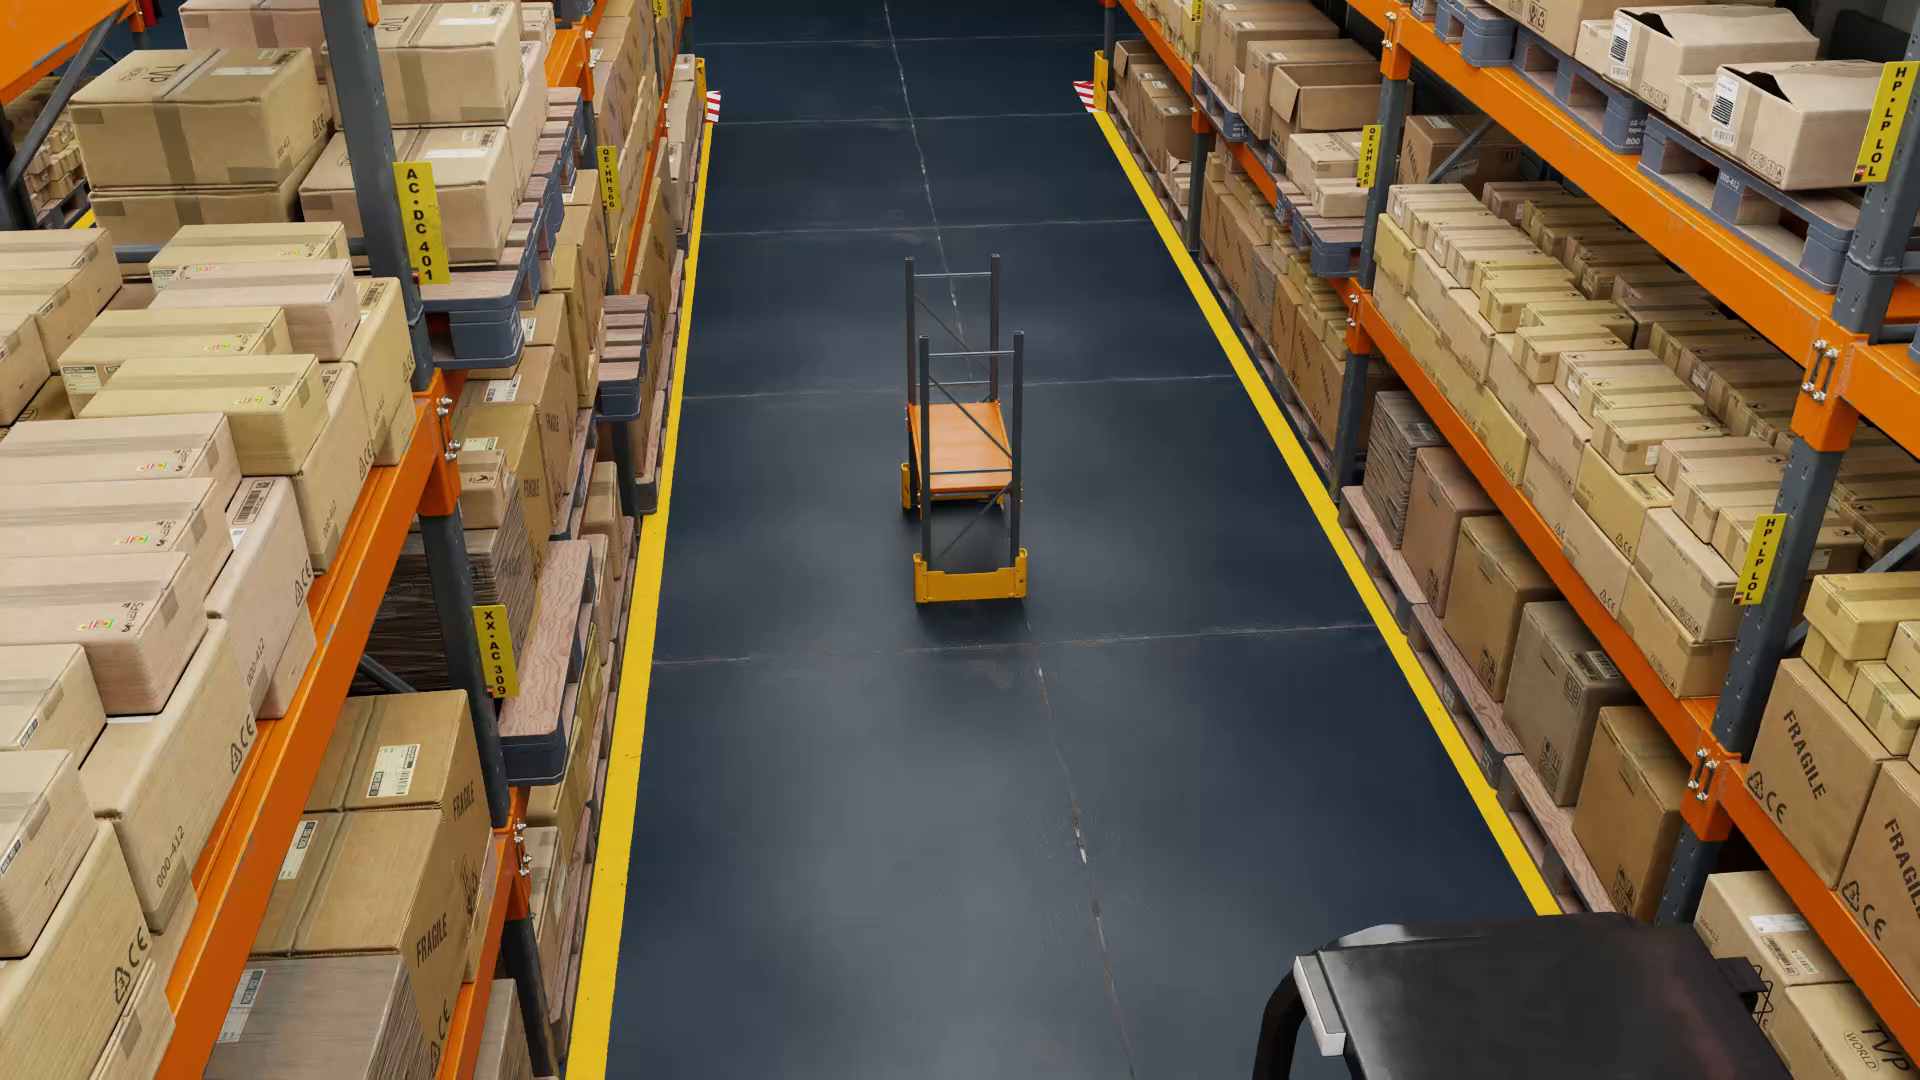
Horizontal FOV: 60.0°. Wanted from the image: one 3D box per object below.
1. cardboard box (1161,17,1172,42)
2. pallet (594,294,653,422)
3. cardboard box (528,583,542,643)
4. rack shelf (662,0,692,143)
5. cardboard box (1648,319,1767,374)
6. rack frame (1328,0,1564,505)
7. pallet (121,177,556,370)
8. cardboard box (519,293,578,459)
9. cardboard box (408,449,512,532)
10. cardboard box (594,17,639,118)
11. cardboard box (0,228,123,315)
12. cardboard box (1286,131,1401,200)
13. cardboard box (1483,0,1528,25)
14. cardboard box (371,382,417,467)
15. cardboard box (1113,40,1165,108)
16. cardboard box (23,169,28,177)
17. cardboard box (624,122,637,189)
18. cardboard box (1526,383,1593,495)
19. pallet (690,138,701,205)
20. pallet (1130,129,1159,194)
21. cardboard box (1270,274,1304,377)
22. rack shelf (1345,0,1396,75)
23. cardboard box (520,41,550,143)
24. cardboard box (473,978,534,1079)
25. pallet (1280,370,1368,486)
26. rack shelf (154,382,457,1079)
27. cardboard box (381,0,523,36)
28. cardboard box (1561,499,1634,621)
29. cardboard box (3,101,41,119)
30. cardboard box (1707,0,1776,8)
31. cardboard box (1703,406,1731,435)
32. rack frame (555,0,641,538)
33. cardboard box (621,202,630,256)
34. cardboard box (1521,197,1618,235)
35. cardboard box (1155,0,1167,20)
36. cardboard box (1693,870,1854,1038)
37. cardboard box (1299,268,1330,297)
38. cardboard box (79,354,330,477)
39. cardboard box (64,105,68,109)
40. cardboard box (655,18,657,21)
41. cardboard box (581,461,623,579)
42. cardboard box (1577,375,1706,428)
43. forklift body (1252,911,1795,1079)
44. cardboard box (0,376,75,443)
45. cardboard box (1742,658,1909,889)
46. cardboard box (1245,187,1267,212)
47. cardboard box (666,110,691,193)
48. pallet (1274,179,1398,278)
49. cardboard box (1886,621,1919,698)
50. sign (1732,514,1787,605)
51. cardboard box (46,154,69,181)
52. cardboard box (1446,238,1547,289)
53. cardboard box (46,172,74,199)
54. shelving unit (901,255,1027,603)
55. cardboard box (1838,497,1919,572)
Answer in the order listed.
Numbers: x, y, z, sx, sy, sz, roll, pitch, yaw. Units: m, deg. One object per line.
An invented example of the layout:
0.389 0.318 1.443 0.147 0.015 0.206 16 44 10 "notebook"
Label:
1.854 -4.161 13.535 0.380 0.149 0.250 -3 31 -5 "cardboard box"
-2.116 -0.867 7.963 1.213 0.211 1.003 -3 31 -5 "pallet"
-1.667 0.236 5.764 0.380 0.149 0.250 -2 31 -4 "cardboard box"
-2.850 -4.063 13.828 1.077 0.370 4.000 -3 31 -5 "rack shelf"
3.111 -0.797 6.930 0.380 0.149 0.250 -2 31 -4 "cardboard box"
2.652 -1.548 8.916 1.000 3.000 0.127 -3 31 -5 "rack frame"
-1.867 -0.793 4.911 1.213 0.211 1.003 -3 31 -5 "pallet"
-1.812 -0.640 6.600 0.500 0.500 0.500 -4 31 -7 "cardboard box"
-1.607 -0.152 5.150 0.380 0.149 0.250 -3 31 -5 "cardboard box"
-2.224 -2.819 9.972 0.500 0.500 0.500 -2 31 -4 "cardboard box"
-2.211 -0.612 3.891 0.380 0.149 0.250 -3 31 -5 "cardboard box"
2.232 -2.187 9.723 0.500 0.250 0.500 -4 31 -7 "cardboard box"
2.624 -2.467 6.926 0.700 0.500 0.500 -3 31 -6 "cardboard box"
-1.582 -0.299 4.146 0.380 0.149 0.250 -3 31 -4 "cardboard box"
1.868 -4.424 15.756 0.797 0.503 0.637 -4 31 -7 "cardboard box"
-7.494 -2.861 12.906 0.380 0.149 0.250 -4 31 -6 "cardboard box"
-2.172 -2.248 9.747 0.500 0.250 0.500 -3 31 -5 "cardboard box"
2.629 -0.418 6.683 0.500 0.250 0.500 -2 31 -4 "cardboard box"
-2.773 -3.169 14.350 1.003 0.211 1.213 -3 31 -5 "pallet"
2.098 -3.368 14.683 1.003 0.211 1.213 -3 31 -5 "pallet"
2.311 -1.384 10.669 0.500 0.500 0.500 -1 31 -2 "cardboard box"
2.466 -3.548 10.041 1.077 0.370 4.000 -3 31 -5 "rack shelf"
-1.688 -1.502 5.651 0.500 0.250 0.500 -3 31 -5 "cardboard box"
-1.593 1.702 5.017 0.500 0.500 0.500 -3 31 -5 "cardboard box"
2.620 -0.734 10.272 1.003 0.211 1.213 -3 31 -5 "pallet"
-1.729 0.776 2.802 1.077 0.370 4.000 -3 31 -5 "rack shelf"
-2.118 -1.863 6.418 0.797 0.503 0.637 -3 31 -5 "cardboard box"
2.666 0.058 6.375 0.500 0.250 0.500 -3 31 -5 "cardboard box"
-8.098 -3.639 14.208 0.380 0.149 0.250 -4 31 -7 "cardboard box"
3.021 -2.130 6.686 0.380 0.166 0.250 -3 31 -5 "cardboard box"
3.160 -0.447 6.732 0.500 0.250 0.500 -3 31 -6 "cardboard box"
-2.289 -1.308 8.515 1.000 3.000 0.127 -3 31 -5 "rack frame"
-2.150 -1.767 9.429 0.500 0.250 0.500 -4 31 -6 "cardboard box"
3.020 -1.585 8.248 0.380 0.149 0.250 -2 31 -3 "cardboard box"
1.893 -4.412 13.567 0.500 0.250 0.500 -3 31 -5 "cardboard box"
2.759 1.327 5.400 0.500 0.250 0.500 -3 31 -5 "cardboard box"
2.338 -1.585 10.374 0.380 0.149 0.250 -2 31 -3 "cardboard box"
-1.478 -0.244 3.276 0.380 0.149 0.250 -2 31 -3 "cardboard box"
-7.576 -3.665 14.251 0.380 0.149 0.250 -4 31 -7 "cardboard box"
-2.466 -4.077 12.078 0.500 0.500 0.500 -3 31 -4 "cardboard box"
-2.246 -0.071 8.597 0.950 0.372 0.625 -5 31 -8 "cardboard box"
2.642 -0.514 6.455 0.380 0.149 0.250 -3 31 -6 "cardboard box"
1.406 2.020 3.770 2.313 2.155 1.214 -3 31 -5 "forklift body"
-2.089 -0.116 3.451 0.500 0.250 0.500 -3 31 -5 "cardboard box"
2.808 0.691 5.071 0.500 0.500 0.500 -4 31 -6 "cardboard box"
2.225 -2.372 11.692 0.380 0.149 0.250 -3 31 -5 "cardboard box"
-2.699 -3.213 13.794 0.875 0.438 0.875 -4 31 -6 "cardboard box"
2.519 -1.808 9.539 1.213 0.211 1.003 -3 31 -5 "pallet"
2.893 0.351 4.718 0.380 0.149 0.250 -2 31 -4 "cardboard box"
2.487 0.062 5.169 0.100 0.325 0.005 -3 31 -5 "sign"
-7.454 -3.005 13.436 0.380 0.149 0.250 -3 31 -5 "cardboard box"
2.502 -1.293 7.760 0.380 0.149 0.250 -2 31 -4 "cardboard box"
-7.458 -2.880 13.517 0.380 0.149 0.250 -4 31 -6 "cardboard box"
0.007 -0.605 8.800 0.587 1.500 1.083 -3 31 -5 "shelving unit"
3.207 -0.017 5.623 0.380 0.149 0.250 -3 31 -6 "cardboard box"
